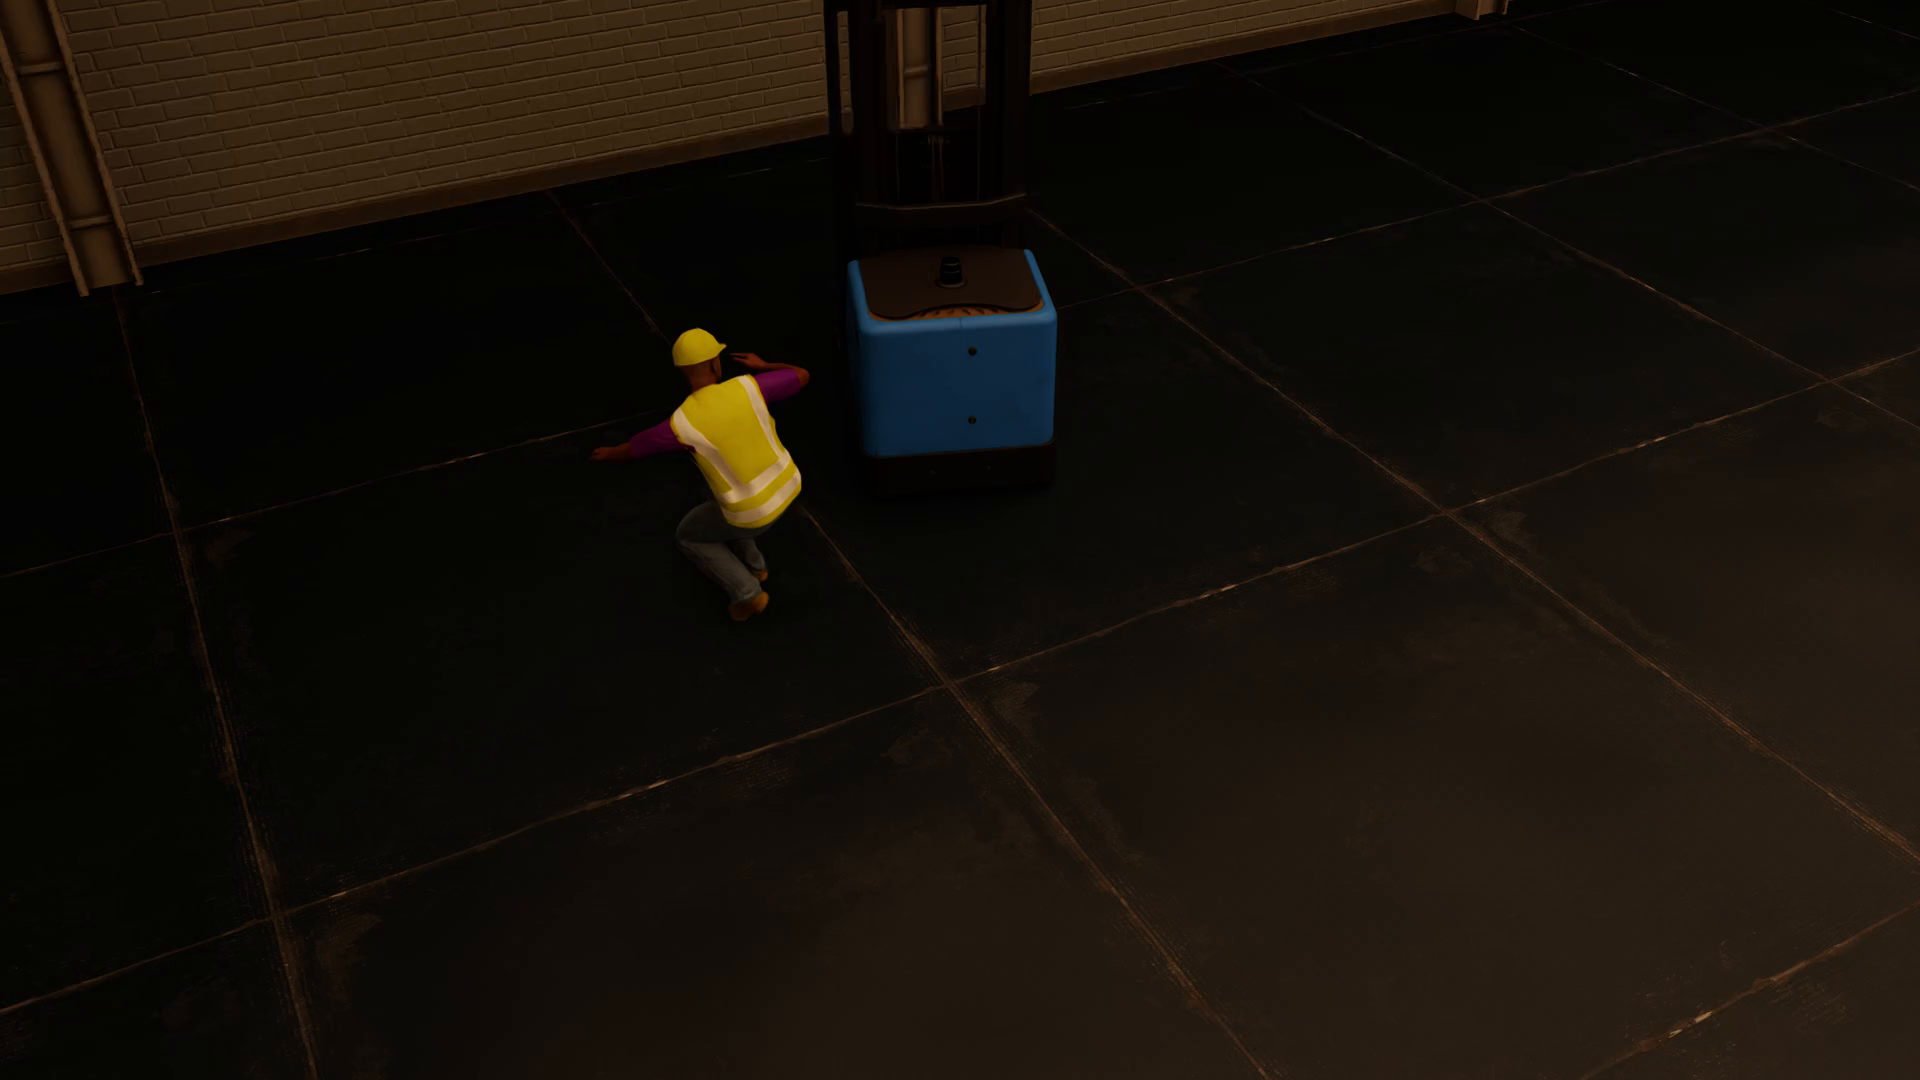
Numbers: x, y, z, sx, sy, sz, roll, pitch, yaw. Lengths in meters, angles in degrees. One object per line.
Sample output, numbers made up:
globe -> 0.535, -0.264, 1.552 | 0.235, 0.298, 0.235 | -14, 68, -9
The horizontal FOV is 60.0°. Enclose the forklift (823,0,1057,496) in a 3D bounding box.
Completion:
forklift -> -0.204, -2.273, 9.339 | 1.130, 2.935, 3.031 | -5, 36, -7

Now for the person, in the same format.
person -> -1.191, -0.372, 7.917 | 0.992, 1.479, 0.837 | 24, 42, 30
